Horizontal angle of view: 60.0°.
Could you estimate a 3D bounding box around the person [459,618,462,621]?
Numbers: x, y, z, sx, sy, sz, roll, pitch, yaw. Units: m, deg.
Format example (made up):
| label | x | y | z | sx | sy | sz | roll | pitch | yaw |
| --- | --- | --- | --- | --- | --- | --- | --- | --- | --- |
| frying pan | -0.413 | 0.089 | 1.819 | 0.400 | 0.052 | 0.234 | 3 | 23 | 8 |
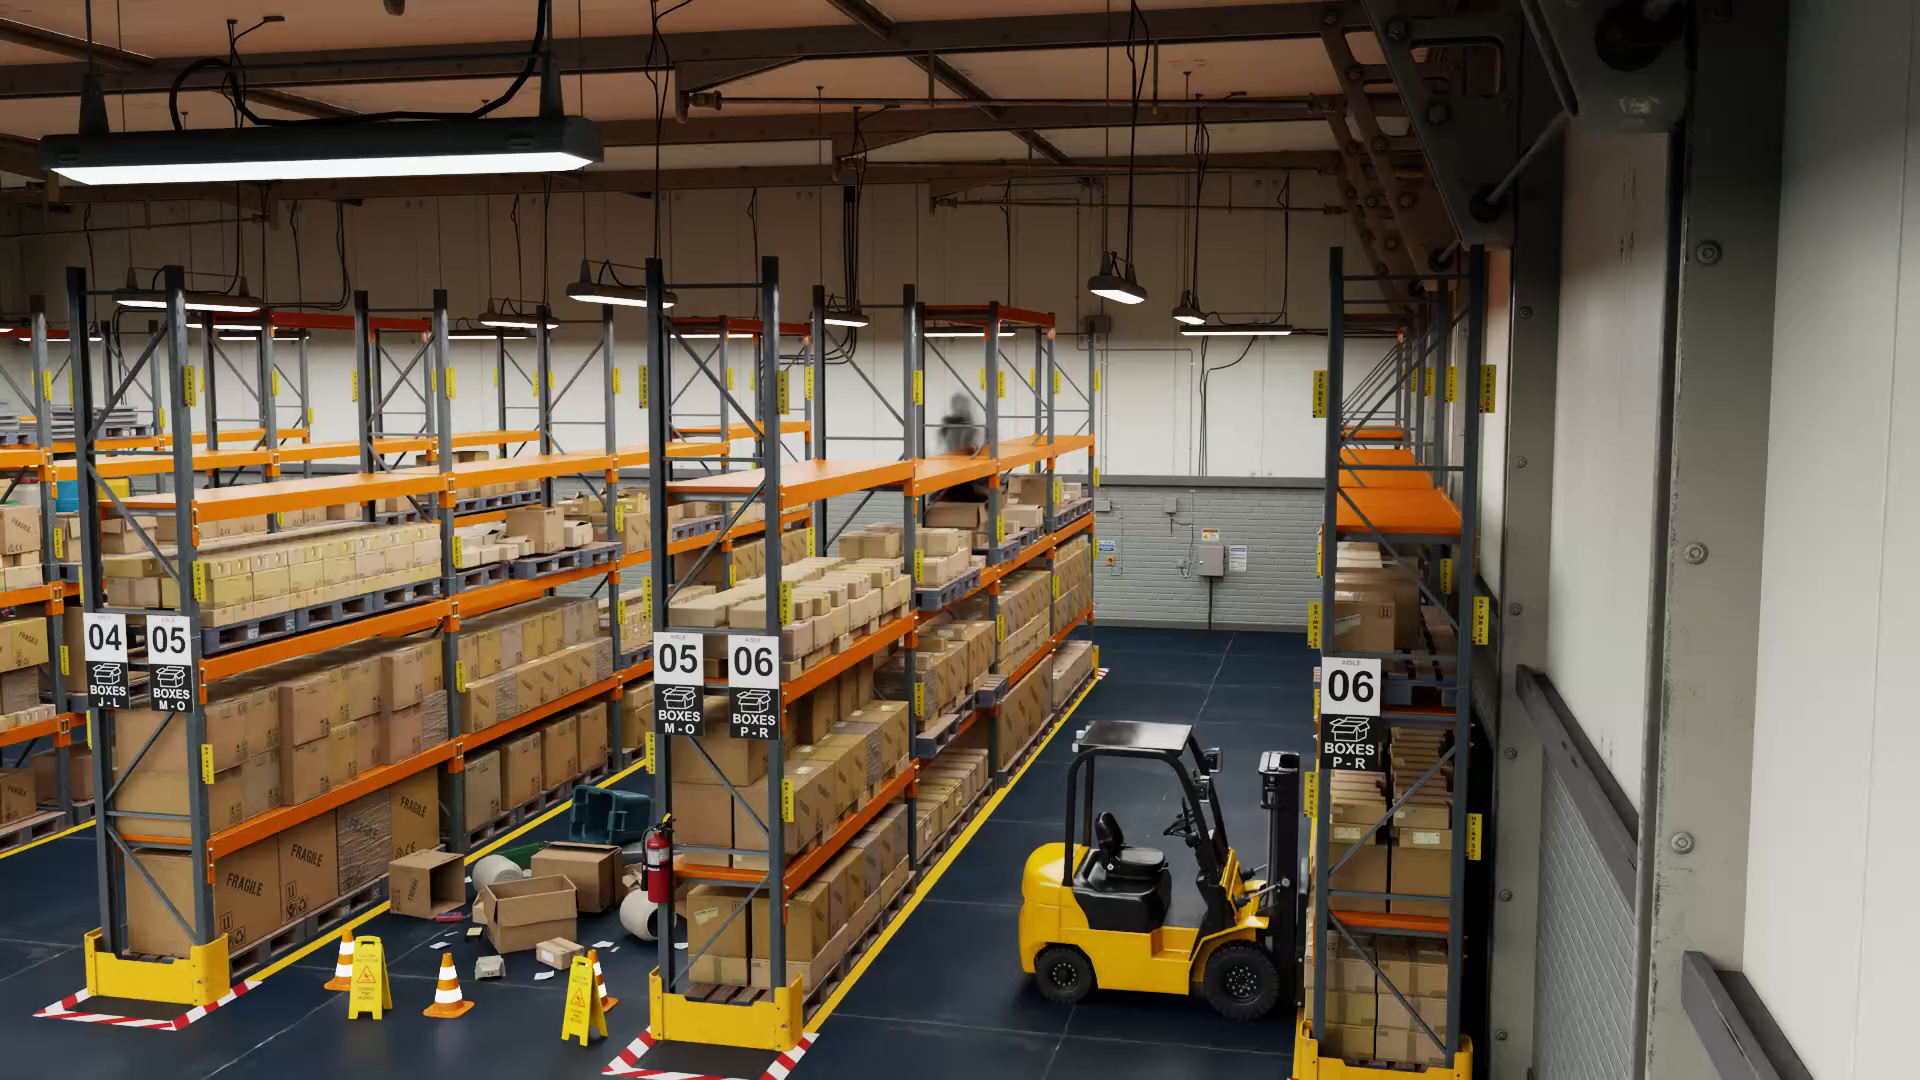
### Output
| label | x | y | z | sx | sy | sz | roll | pitch | yaw |
| --- | --- | --- | --- | --- | --- | --- | --- | --- | --- |
| person | -7.377 | 1.912 | 24.470 | 0.594 | 1.578 | 0.585 | 1 | 6 | 5 |
